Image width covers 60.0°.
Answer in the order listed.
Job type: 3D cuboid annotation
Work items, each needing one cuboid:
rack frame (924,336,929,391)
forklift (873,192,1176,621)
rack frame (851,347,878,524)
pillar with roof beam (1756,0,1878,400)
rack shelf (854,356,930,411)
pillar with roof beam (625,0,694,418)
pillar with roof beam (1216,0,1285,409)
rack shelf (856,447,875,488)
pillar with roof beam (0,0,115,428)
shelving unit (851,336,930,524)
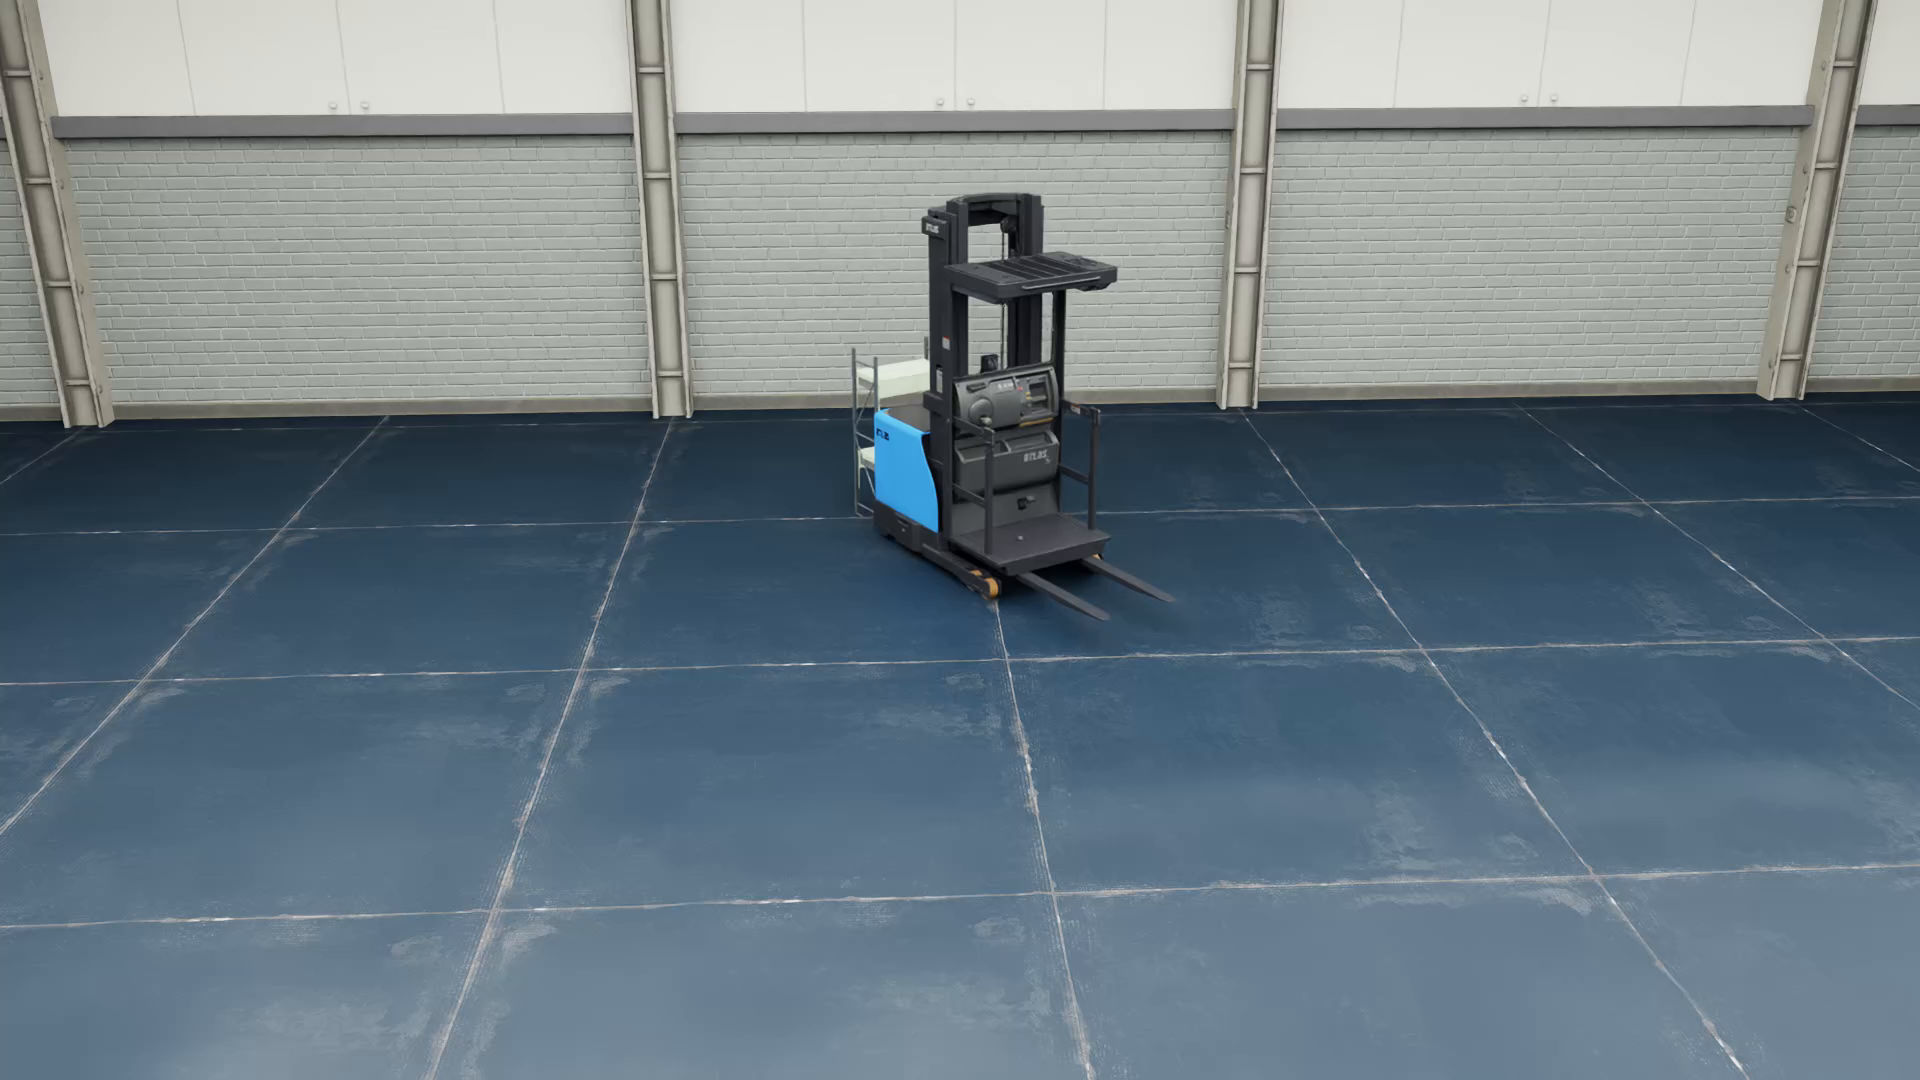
[{"bbox_3d":[-0.195,-1.021,14.627,0.023,1.500,0.400,-13,25,-31],"label":"rack frame"},{"bbox_3d":[0.489,-1.102,12.828,1.130,2.935,3.031,-13,24,-31],"label":"forklift"},{"bbox_3d":[-0.804,-0.877,14.248,0.023,1.500,0.400,-13,25,-31],"label":"rack frame"},{"bbox_3d":[9.204,-4.252,12.574,0.400,9.000,9.100,-1,21,-3],"label":"pillar with roof beam"},{"bbox_3d":[-0.500,-1.314,14.299,0.720,0.370,0.431,-13,25,-31],"label":"rack shelf"},{"bbox_3d":[-2.776,-4.009,11.934,0.400,9.000,9.100,-1,21,-3],"label":"pillar with roof beam"},{"bbox_3d":[3.214,-4.130,12.254,0.400,9.000,9.100,-1,21,-3],"label":"pillar with roof beam"},{"bbox_3d":[-0.500,-0.644,14.554,0.720,0.370,0.431,-13,25,-31],"label":"rack shelf"},{"bbox_3d":[-8.766,-3.887,11.614,0.400,9.000,9.100,-1,21,-3],"label":"pillar with roof beam"},{"bbox_3d":[-0.500,-0.949,14.438,0.755,1.500,0.431,-13,25,-31],"label":"shelving unit"}]
